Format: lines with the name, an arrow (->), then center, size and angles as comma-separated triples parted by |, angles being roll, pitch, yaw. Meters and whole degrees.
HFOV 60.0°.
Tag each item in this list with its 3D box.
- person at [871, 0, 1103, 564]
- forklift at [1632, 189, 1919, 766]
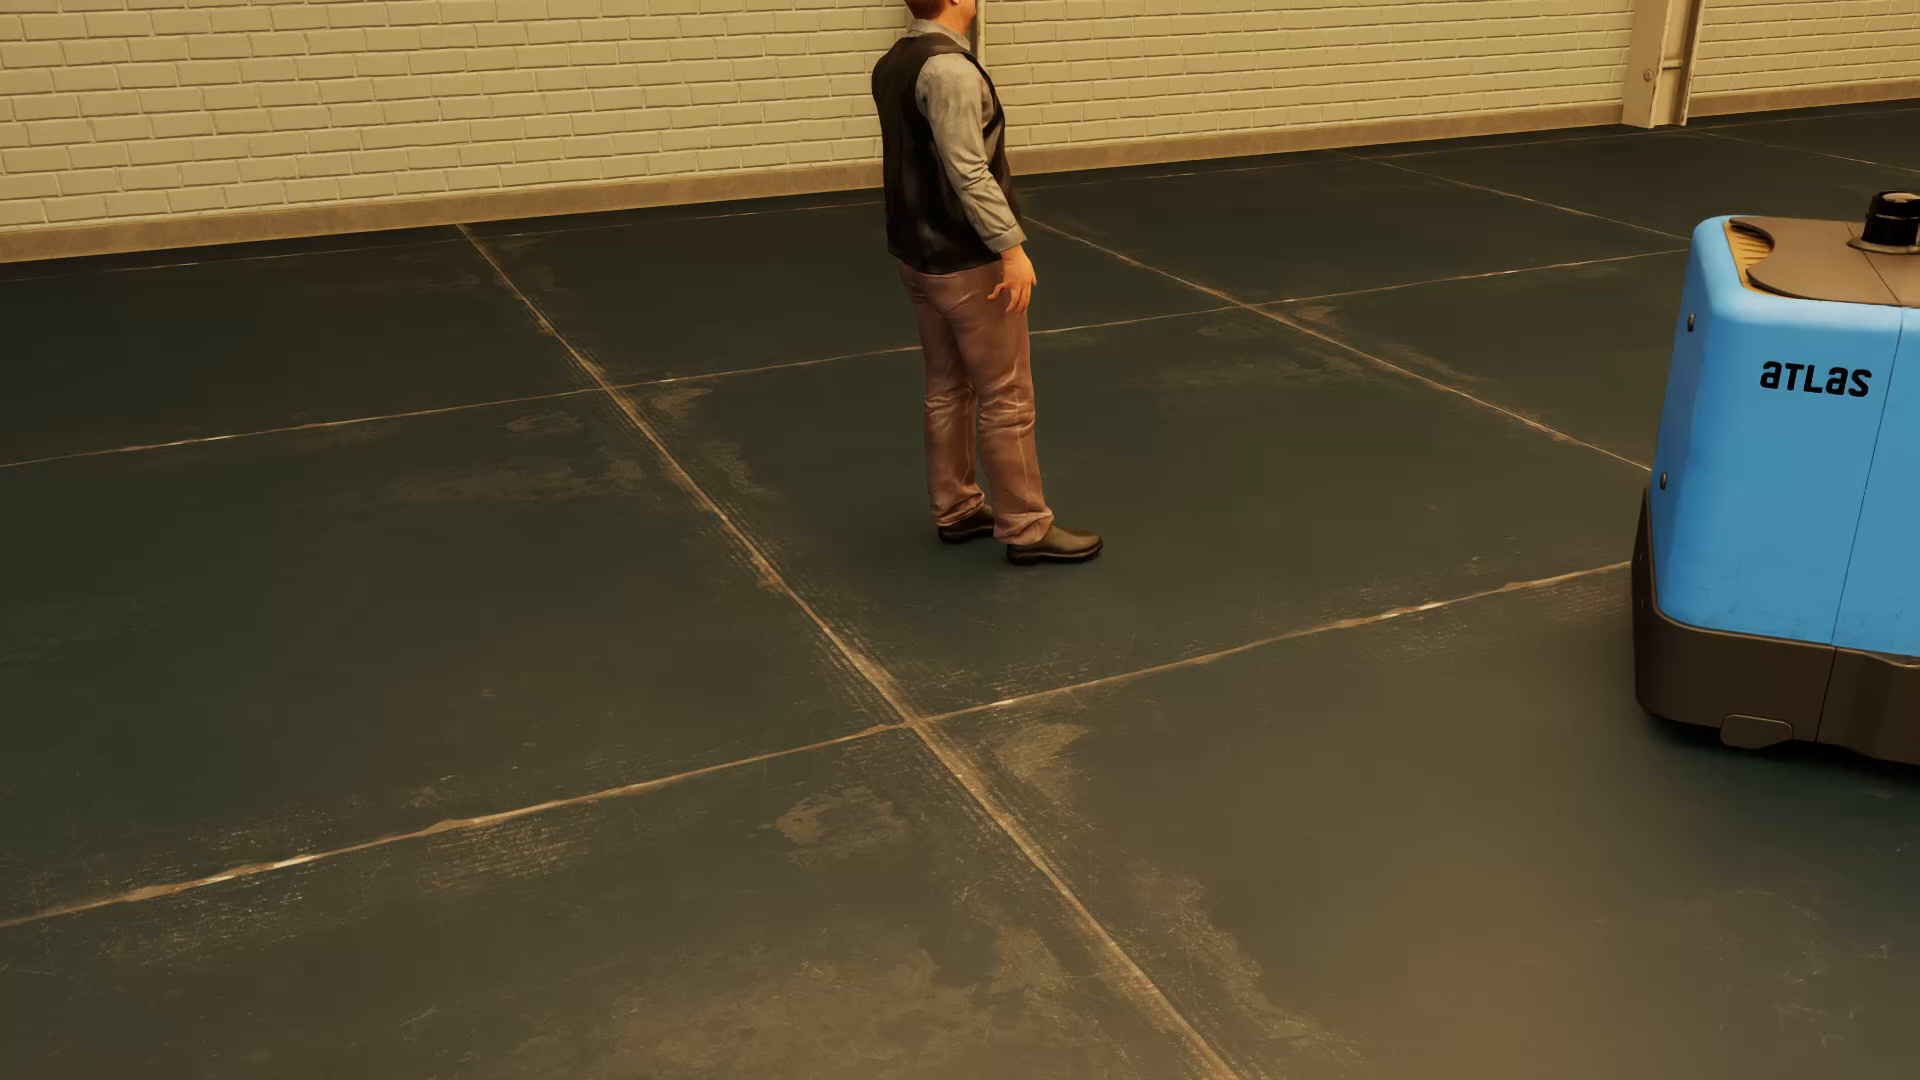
person -> 0.059, -0.809, 4.791 | 0.568, 1.720, 0.632 | -10, 25, -23
forklift -> 3.200, -0.866, 3.371 | 3.031, 2.935, 1.130 | 8, 24, 18
